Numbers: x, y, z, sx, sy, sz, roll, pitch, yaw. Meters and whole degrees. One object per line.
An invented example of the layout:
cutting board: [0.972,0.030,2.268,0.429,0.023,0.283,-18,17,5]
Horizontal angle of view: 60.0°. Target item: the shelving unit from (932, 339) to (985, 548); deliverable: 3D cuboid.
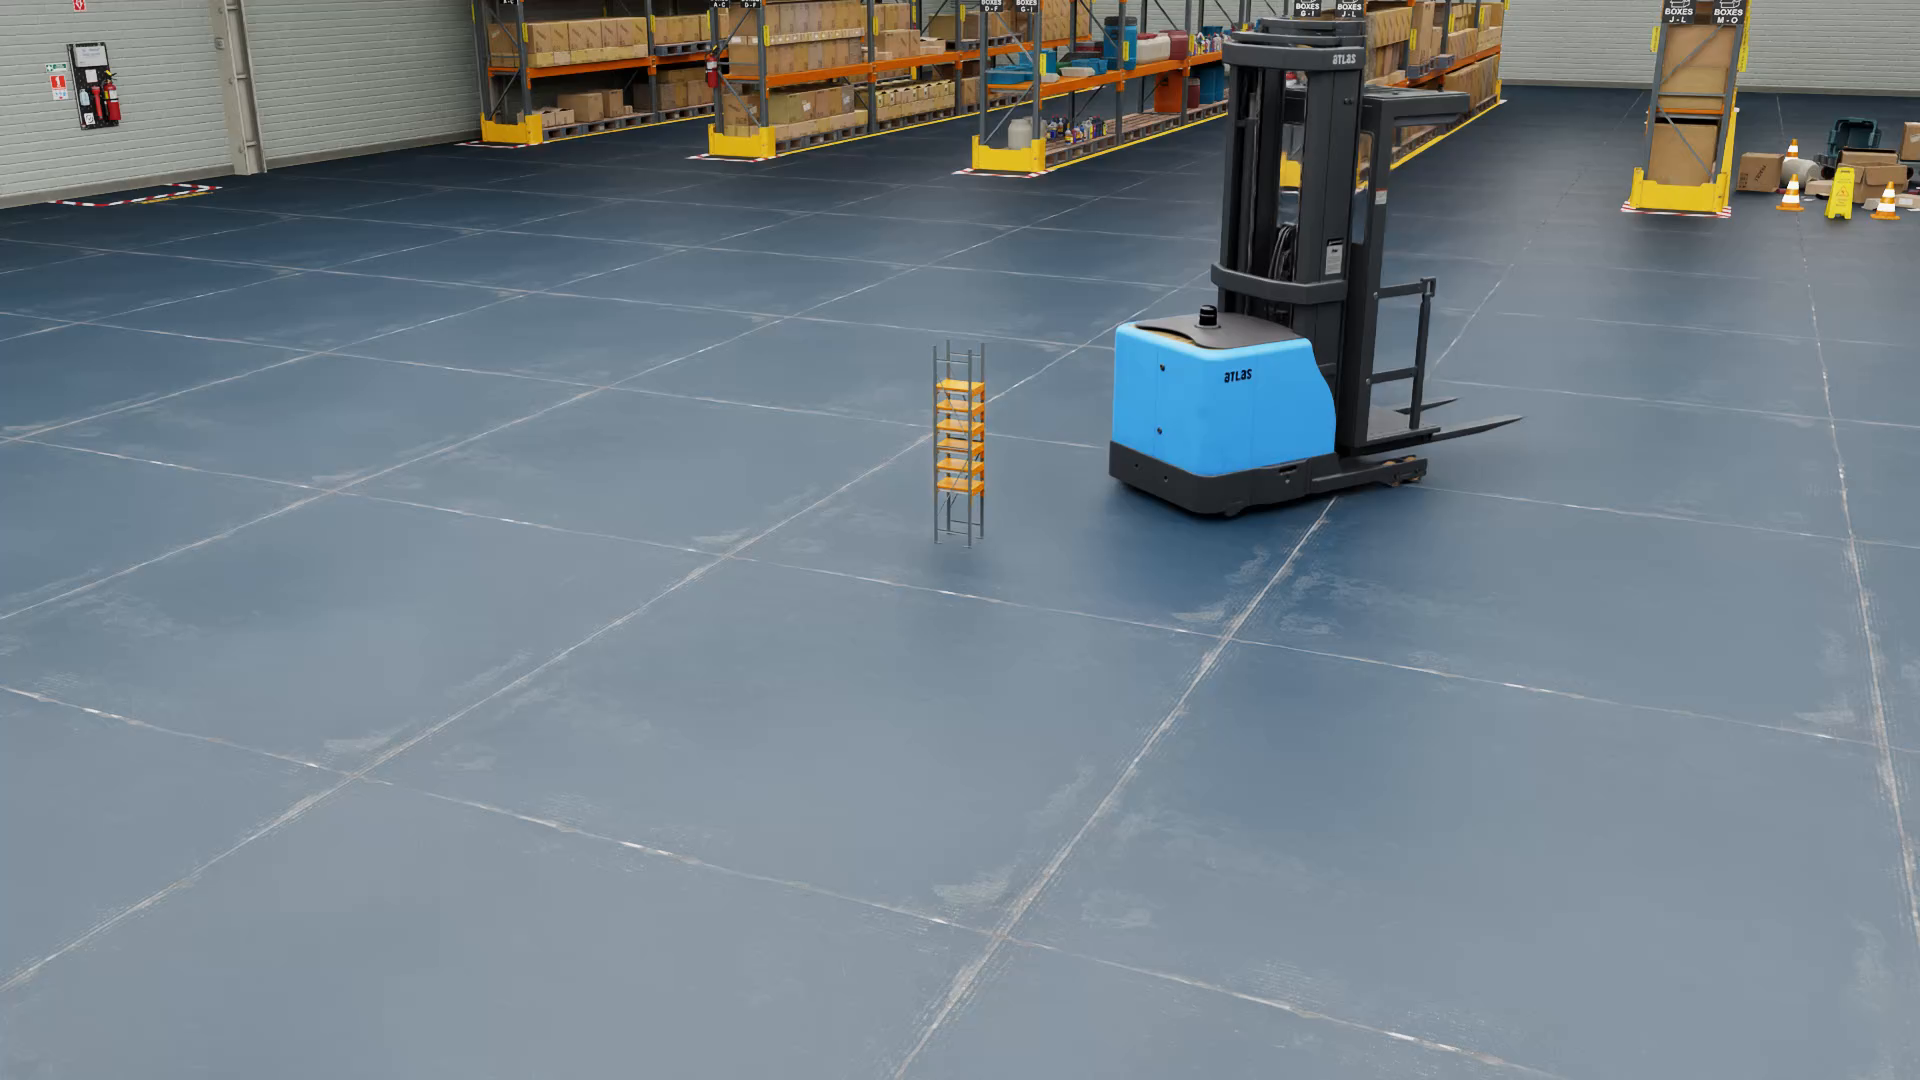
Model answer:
shelving unit: [-0.006,-0.561,9.755,0.258,1.200,0.189,9,21,23]

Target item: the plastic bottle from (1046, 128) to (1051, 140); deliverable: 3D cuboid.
plastic bottle: [1.520,-7.024,28.762,0.097,0.201,0.097,0,20,0]

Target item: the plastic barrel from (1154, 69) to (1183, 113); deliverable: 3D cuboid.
plastic barrel: [4.251,-9.123,33.756,0.600,0.830,0.708,9,21,23]

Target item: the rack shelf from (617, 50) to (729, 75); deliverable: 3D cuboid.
rack shelf: [-5.791,-10.205,35.260,1.077,0.370,4.000,9,21,23]

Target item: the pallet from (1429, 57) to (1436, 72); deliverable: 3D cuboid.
pallet: [7.812,-8.415,29.440,1.003,0.211,1.213,9,21,23]

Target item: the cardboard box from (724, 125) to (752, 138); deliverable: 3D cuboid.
cardboard box: [-3.777,-7.138,29.039,0.500,0.250,0.500,9,21,23]

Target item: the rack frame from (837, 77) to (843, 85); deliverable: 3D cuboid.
rack frame: [-3.334,-12.378,40.296,1.000,3.000,0.127,9,21,23]

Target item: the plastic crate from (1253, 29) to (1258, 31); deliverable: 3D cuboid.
plastic crate: [6.498,-11.432,37.725,0.437,0.282,0.530,9,21,23]

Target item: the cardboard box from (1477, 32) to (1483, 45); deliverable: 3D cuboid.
cardboard box: [10.655,-10.516,34.841,0.500,0.250,0.500,8,21,22]

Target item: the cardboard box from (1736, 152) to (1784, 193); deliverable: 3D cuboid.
cardboard box: [11.731,-5.390,24.374,0.500,0.500,0.500,13,23,32]

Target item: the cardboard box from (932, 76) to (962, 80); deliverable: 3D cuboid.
cardboard box: [-0.282,-9.824,36.190,0.500,0.500,0.500,9,22,25]

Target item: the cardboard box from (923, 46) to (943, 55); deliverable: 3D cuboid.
cardboard box: [-0.567,-10.045,34.113,0.380,0.149,0.250,9,21,23]

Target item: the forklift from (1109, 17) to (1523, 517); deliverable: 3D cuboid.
forklift: [2.510,-1.871,10.857,3.031,2.935,1.130,-11,23,-29]

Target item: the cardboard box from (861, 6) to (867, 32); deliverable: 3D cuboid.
cardboard box: [-2.793,-12.905,41.332,0.980,0.700,0.700,8,21,21]

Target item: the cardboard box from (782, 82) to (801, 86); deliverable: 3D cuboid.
cardboard box: [-4.186,-10.814,38.480,0.750,0.750,0.750,8,21,22]

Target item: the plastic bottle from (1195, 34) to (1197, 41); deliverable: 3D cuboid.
plastic bottle: [5.111,-10.869,36.228,0.061,0.283,0.133,9,21,23]

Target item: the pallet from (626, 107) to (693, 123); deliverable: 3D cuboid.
pallet: [-6.292,-8.856,34.557,1.003,0.211,1.213,9,21,23]

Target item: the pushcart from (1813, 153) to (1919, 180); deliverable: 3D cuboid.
pushcart: [13.888,-5.595,25.139,1.648,0.377,0.936,1,20,4]

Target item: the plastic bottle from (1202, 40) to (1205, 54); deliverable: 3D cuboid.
plastic bottle: [4.990,-10.137,34.188,0.097,0.271,0.097,0,20,0]

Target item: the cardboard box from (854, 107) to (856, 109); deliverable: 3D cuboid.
cardboard box: [-2.184,-8.322,32.370,0.500,0.250,0.500,8,21,22]

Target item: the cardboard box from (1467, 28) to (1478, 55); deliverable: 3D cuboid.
cardboard box: [10.281,-10.205,34.039,0.500,0.500,0.500,9,21,23]

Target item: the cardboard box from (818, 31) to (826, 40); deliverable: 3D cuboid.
cardboard box: [-2.632,-9.024,29.750,0.380,0.149,0.250,9,22,24]

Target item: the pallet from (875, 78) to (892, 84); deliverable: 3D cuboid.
pallet: [-2.453,-11.660,42.440,1.003,0.211,1.213,9,21,23]

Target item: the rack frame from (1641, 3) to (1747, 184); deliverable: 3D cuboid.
rack frame: [9.793,-5.959,22.248,1.000,3.000,0.127,9,21,23]

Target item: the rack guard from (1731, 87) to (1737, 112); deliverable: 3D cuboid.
rack guard: [16.314,-9.649,36.354,1.175,0.500,0.348,9,21,23]

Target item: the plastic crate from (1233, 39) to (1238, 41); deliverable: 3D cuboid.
plastic crate: [6.026,-11.045,36.853,0.396,0.136,0.243,9,21,23]

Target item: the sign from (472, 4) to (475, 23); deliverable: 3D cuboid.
sign: [-8.746,-9.486,29.966,0.100,0.325,0.005,9,21,23]

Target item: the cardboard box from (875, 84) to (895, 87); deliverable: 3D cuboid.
cardboard box: [-1.562,-9.048,33.575,0.500,0.311,0.500,8,21,22]

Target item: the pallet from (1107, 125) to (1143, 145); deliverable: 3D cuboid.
pallet: [2.715,-7.504,30.755,1.003,0.211,1.213,9,21,23]

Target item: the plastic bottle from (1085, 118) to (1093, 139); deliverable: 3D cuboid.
plastic bottle: [2.217,-7.138,28.860,0.144,0.351,0.185,8,21,22]

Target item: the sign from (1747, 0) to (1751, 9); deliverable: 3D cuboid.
sign: [16.843,-11.462,35.523,0.100,0.325,0.005,9,21,23]

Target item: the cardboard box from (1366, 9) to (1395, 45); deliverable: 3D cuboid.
cardboard box: [6.397,-7.918,25.671,0.500,0.500,0.500,9,21,23]

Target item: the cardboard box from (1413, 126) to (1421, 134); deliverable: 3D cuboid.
cardboard box: [7.888,-7.592,29.915,0.700,0.500,0.500,11,22,27]

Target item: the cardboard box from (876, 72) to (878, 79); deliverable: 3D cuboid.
cardboard box: [-2.513,-11.922,42.119,0.700,0.500,0.500,9,22,24]

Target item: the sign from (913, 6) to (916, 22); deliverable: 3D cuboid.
sign: [-0.950,-11.056,34.971,0.100,0.325,0.005,9,21,23]

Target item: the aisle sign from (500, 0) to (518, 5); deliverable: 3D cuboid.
aisle sign: [-8.003,-9.871,29.368,0.394,0.787,0.004,9,21,23]

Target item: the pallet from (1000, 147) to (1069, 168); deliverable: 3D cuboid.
pallet: [1.116,-6.313,27.406,1.003,0.211,1.213,9,21,23]

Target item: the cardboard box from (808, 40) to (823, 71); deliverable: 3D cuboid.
cardboard box: [-2.893,-8.692,29.785,0.700,0.500,0.500,9,22,24]

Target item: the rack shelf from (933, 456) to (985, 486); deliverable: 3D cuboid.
rack shelf: [-0.006,-0.406,9.810,0.258,0.103,0.180,9,21,23]

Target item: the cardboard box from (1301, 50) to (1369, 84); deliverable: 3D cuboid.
cardboard box: [5.560,-7.022,24.644,0.875,0.500,0.500,9,21,23]

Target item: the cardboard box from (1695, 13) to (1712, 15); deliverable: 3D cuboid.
cardboard box: [12.670,-8.632,28.123,0.700,0.500,0.500,8,21,22]

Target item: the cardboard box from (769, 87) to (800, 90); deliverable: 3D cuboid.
cardboard box: [-3.177,-7.952,30.209,0.500,0.500,0.500,9,21,23]

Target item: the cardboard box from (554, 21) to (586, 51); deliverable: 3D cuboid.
cardboard box: [-7.349,-9.413,31.035,0.500,0.500,0.500,8,21,21]

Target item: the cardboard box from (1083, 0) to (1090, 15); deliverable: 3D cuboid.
cardboard box: [2.894,-13.266,41.154,0.500,0.500,0.500,8,21,22]

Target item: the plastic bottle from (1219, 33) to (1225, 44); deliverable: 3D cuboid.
plastic bottle: [5.551,-10.613,35.407,0.144,0.351,0.185,9,21,23]

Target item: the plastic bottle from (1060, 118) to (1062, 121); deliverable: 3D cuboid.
plastic bottle: [1.791,-7.357,29.587,0.152,0.276,0.135,9,22,25]

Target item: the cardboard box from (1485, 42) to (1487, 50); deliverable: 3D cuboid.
cardboard box: [11.073,-10.585,35.630,0.380,0.149,0.250,8,21,22]

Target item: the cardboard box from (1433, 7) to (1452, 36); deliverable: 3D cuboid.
cardboard box: [8.899,-9.857,31.562,0.797,0.503,0.637,9,22,25]

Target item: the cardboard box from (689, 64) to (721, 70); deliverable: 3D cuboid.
cardboard box: [-5.510,-10.145,35.973,0.500,0.250,0.500,9,21,24]

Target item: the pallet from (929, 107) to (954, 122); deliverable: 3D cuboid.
pallet: [-0.824,-8.916,34.725,1.003,0.211,1.213,9,21,23]

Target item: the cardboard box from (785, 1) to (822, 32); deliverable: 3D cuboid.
cardboard box: [-2.881,-9.315,29.600,0.700,0.500,0.500,9,21,23]
